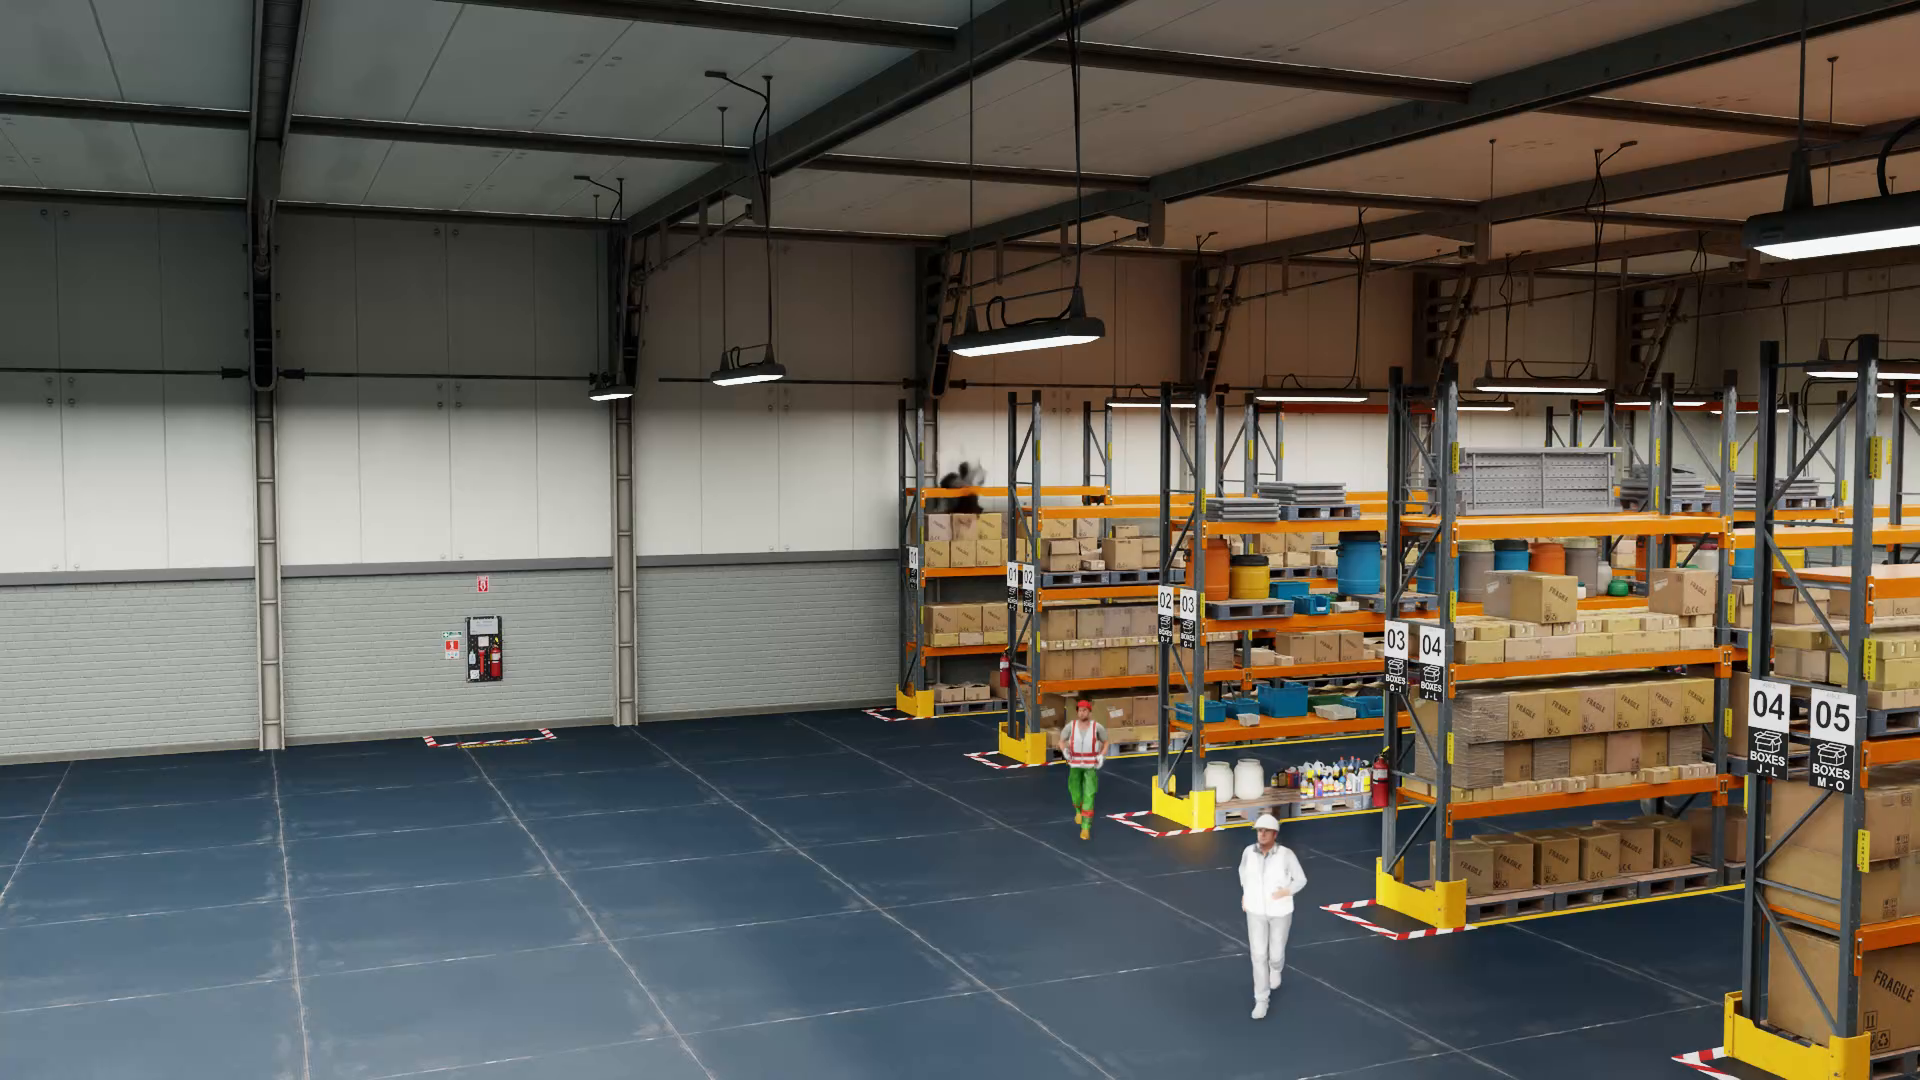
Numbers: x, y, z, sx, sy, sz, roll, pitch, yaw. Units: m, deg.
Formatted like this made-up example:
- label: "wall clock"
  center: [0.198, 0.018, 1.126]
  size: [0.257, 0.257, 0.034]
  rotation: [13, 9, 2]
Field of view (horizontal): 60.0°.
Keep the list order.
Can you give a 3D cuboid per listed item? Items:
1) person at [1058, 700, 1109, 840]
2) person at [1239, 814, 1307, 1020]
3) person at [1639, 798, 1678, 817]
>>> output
- label: "person"
  center: [1.617, 3.005, 21.921]
  size: [0.672, 1.782, 0.725]
  rotation: [1, 3, 11]
- label: "person"
  center: [2.843, 3.393, 15.219]
  size: [0.652, 1.782, 0.862]
  rotation: [1, 4, 21]
- label: "person"
  center: [9.162, 3.022, 21.810]
  size: [0.564, 1.755, 0.661]
  rotation: [-2, 4, -25]
